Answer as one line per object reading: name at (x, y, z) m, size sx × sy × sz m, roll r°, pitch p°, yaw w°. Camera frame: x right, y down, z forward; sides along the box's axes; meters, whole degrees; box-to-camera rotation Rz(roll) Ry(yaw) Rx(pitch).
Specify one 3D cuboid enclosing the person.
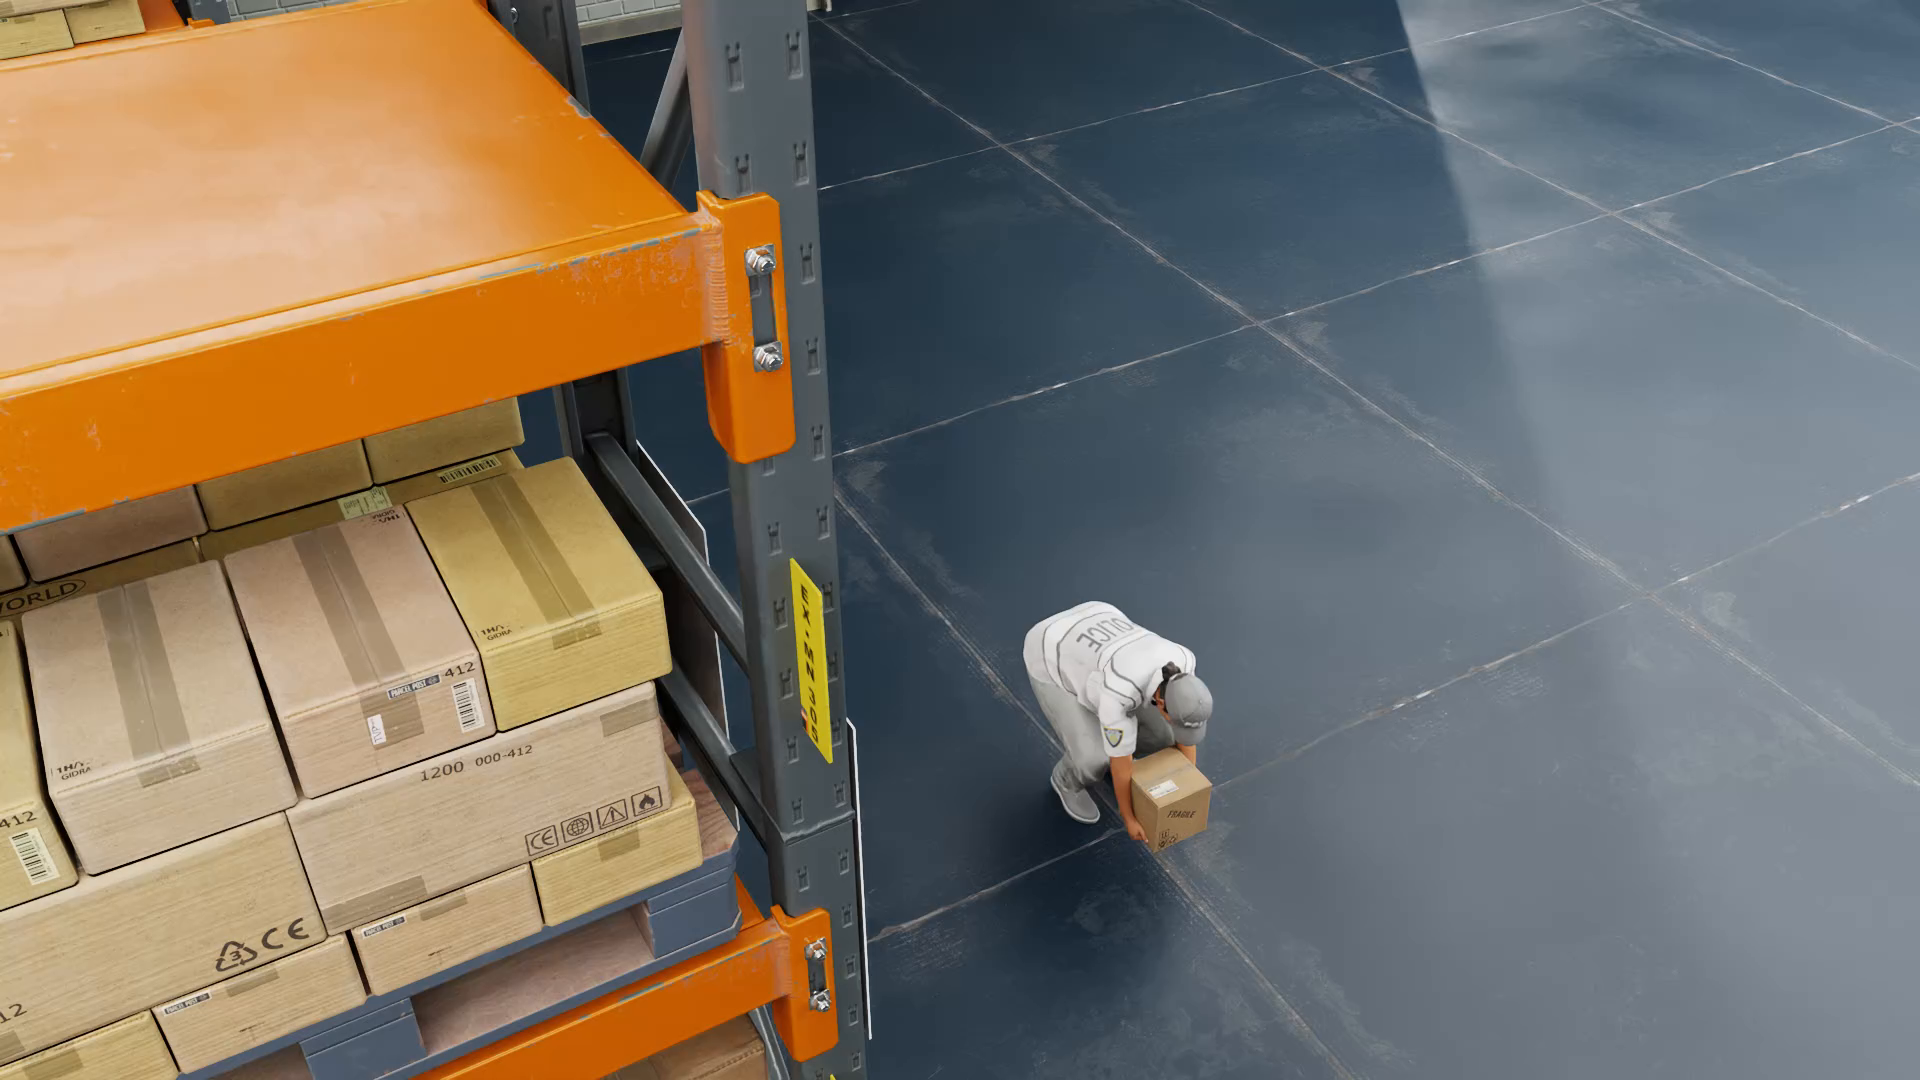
person at (0.636, 0.710, 6.591) m, size 0.514 × 0.940 × 0.916 m, roll -21°, pitch 42°, yaw -25°
